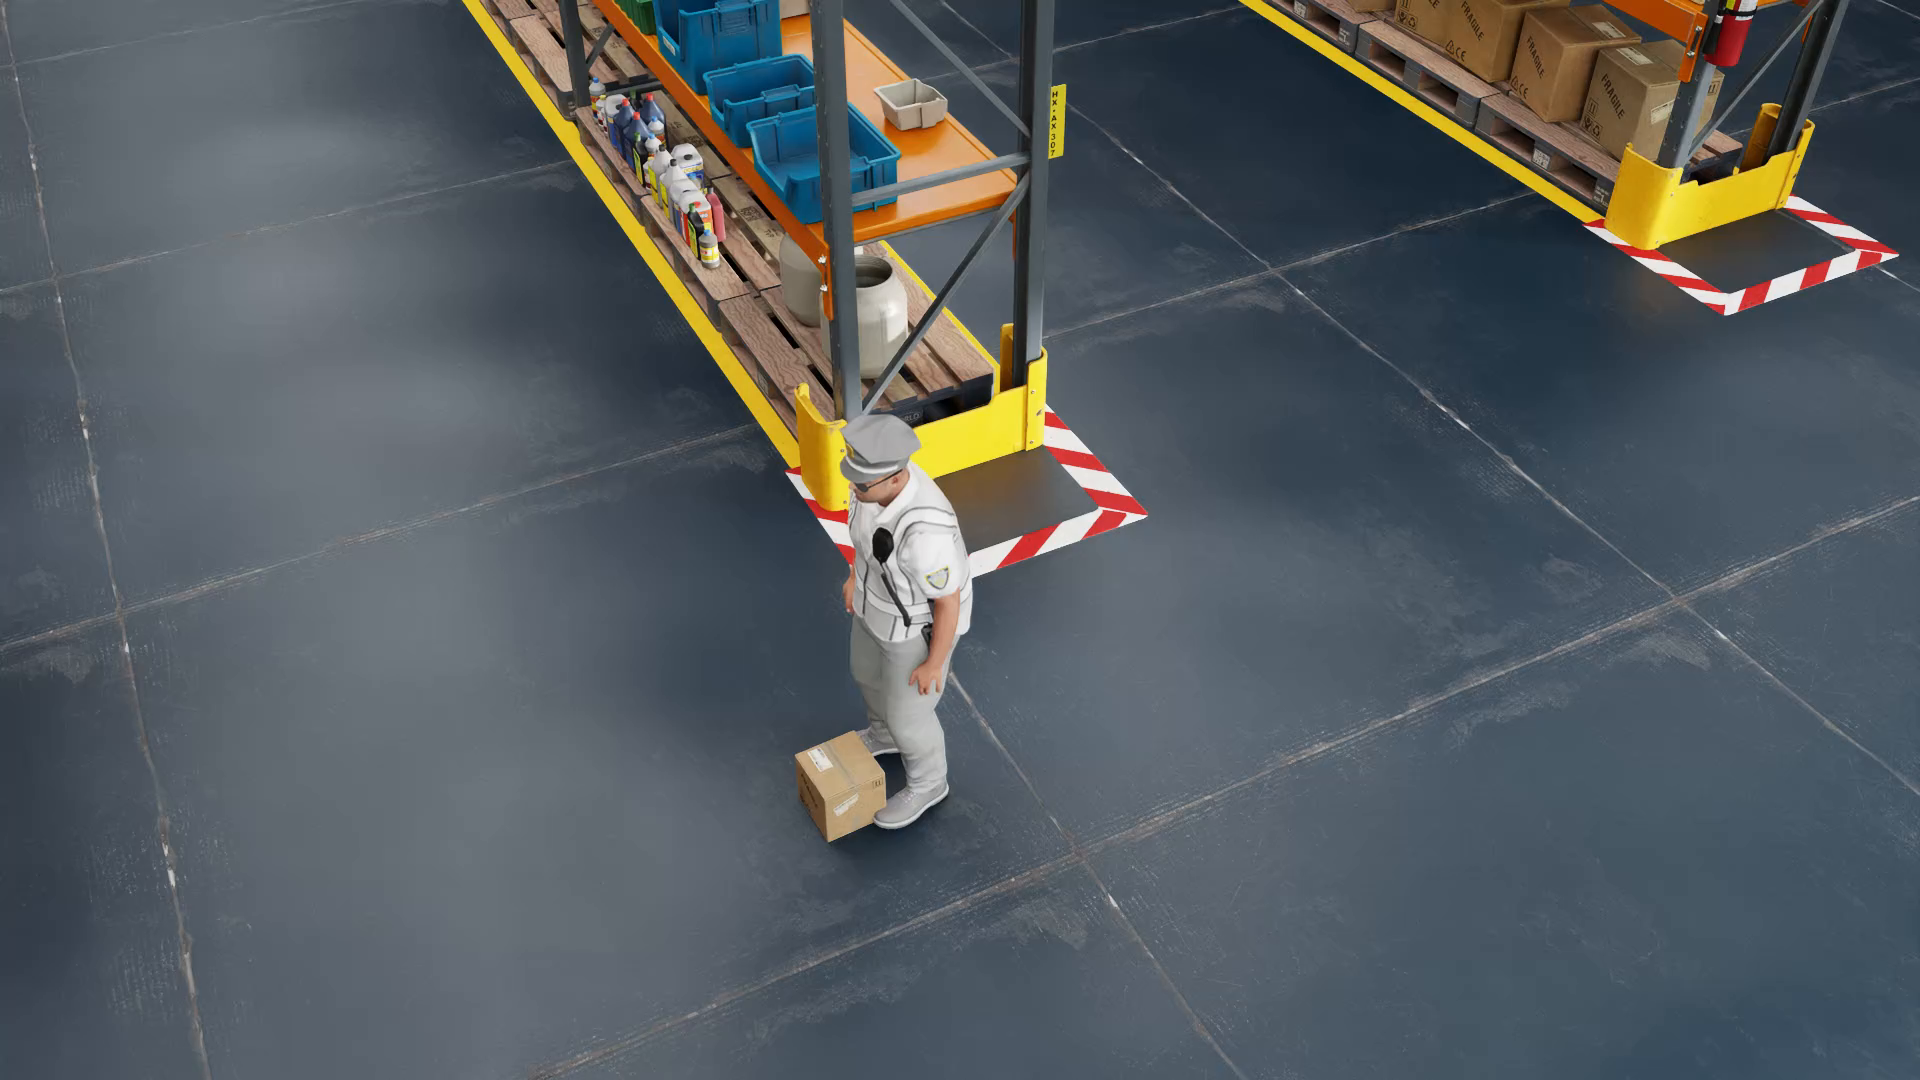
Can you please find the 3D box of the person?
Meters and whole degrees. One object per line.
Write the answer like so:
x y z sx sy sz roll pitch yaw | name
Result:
-0.203 0.267 5.846 0.437 1.747 0.604 -22 45 -23 | person
